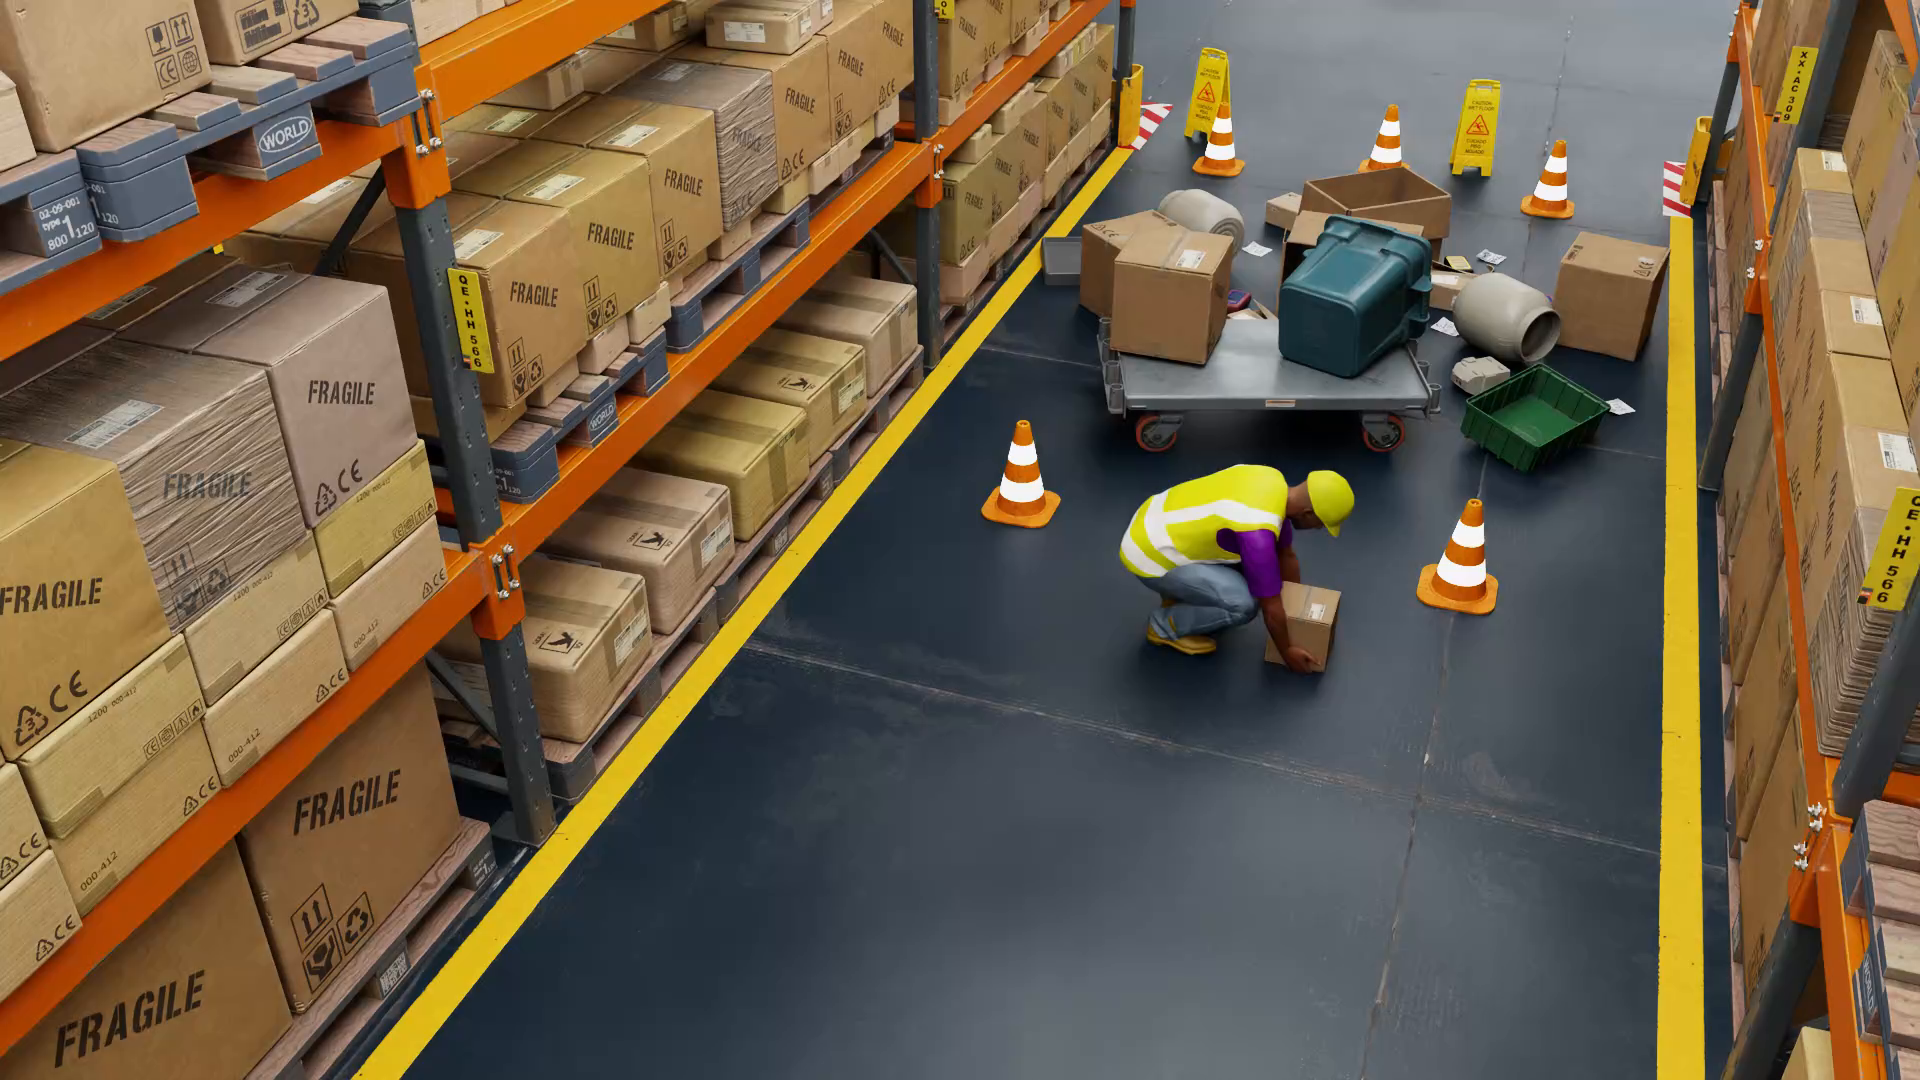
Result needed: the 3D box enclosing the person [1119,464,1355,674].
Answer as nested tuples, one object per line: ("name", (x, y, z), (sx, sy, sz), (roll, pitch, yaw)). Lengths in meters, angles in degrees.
("person", (1.135, 0.059, 6.920), (0.907, 0.892, 0.553), (11, 35, 16))
